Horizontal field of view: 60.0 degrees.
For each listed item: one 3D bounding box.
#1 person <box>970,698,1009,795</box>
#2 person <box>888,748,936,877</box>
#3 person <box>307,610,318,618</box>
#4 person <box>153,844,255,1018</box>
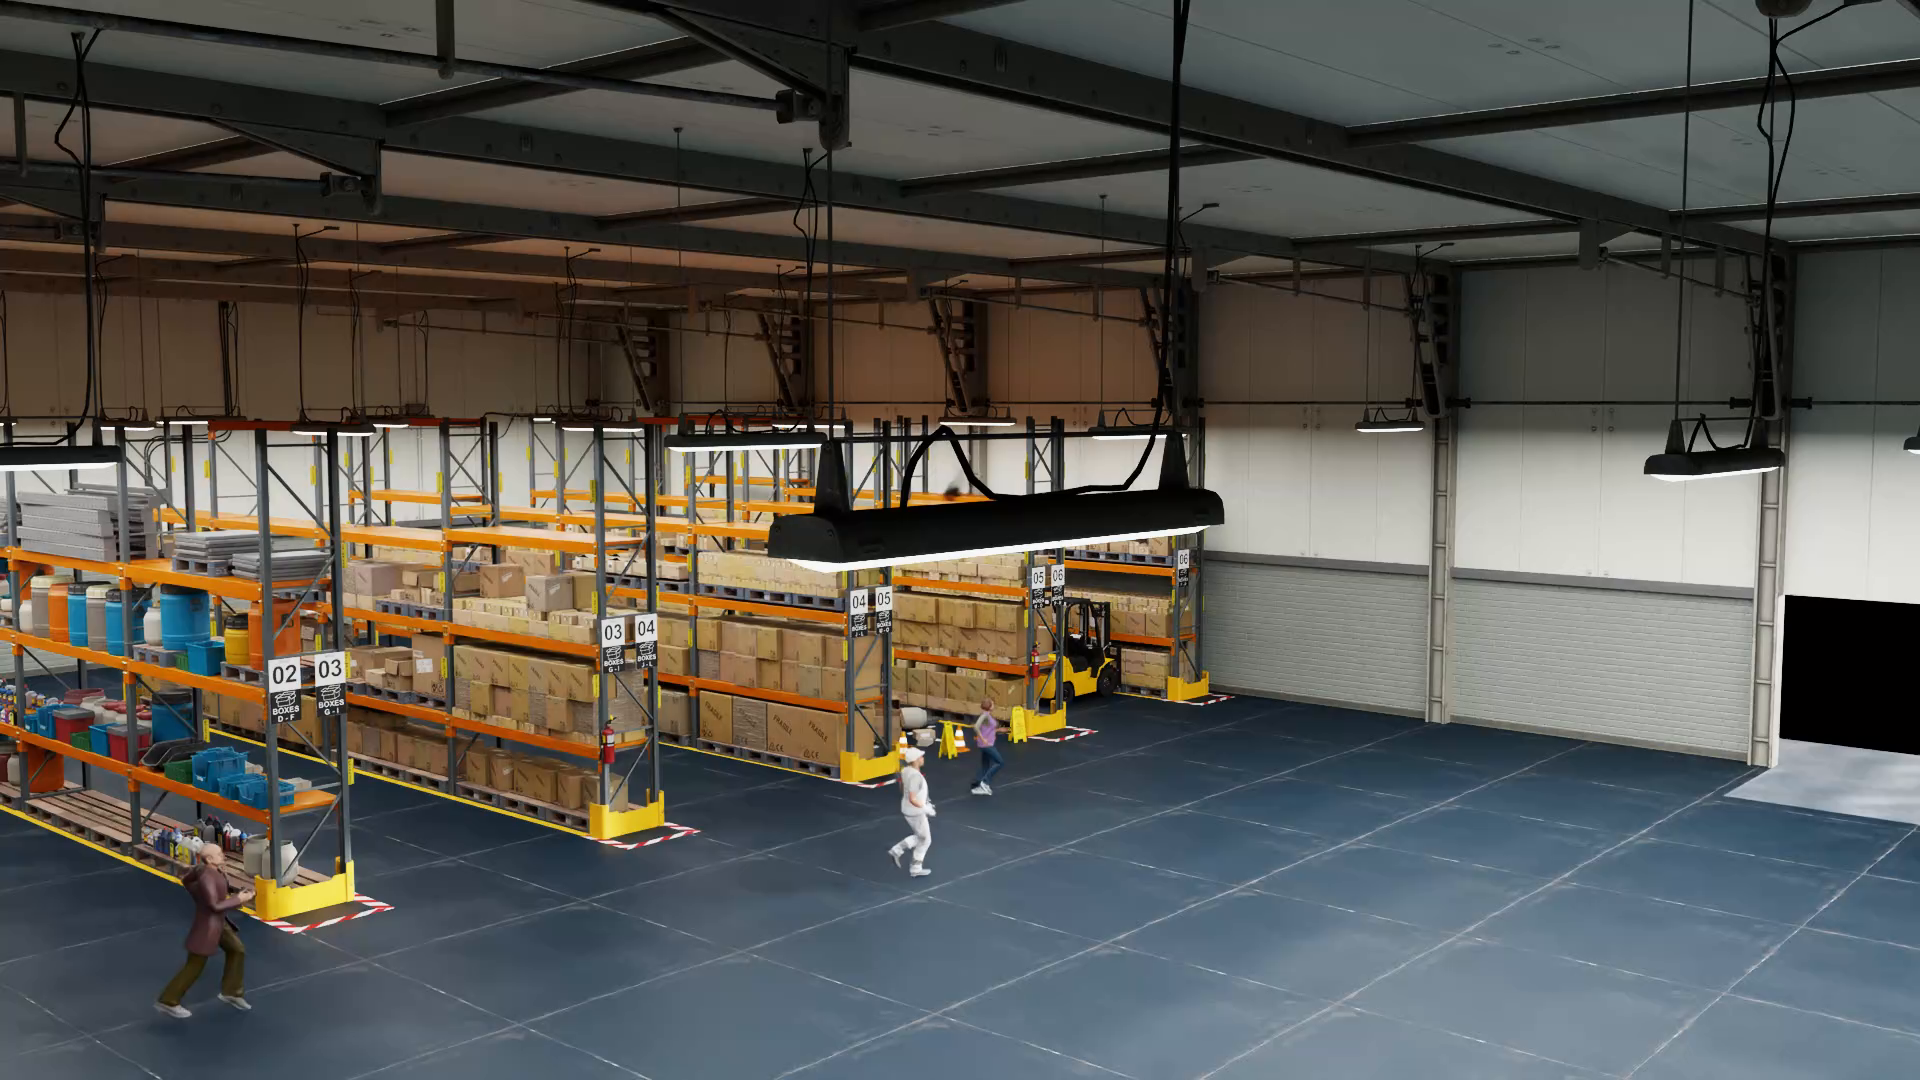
[{"bbox_3d":[0.473,3.318,26.731,0.618,1.572,0.510,0,5,1],"label":"person"},{"bbox_3d":[-0.641,3.623,22.103,0.612,1.742,0.643,-1,5,-15],"label":"person"},{"bbox_3d":[-14.414,2.391,36.918,0.719,1.733,0.932,-2,5,-22],"label":"person"},{"bbox_3d":[-7.756,4.025,17.111,0.962,1.835,0.726,-2,5,-19],"label":"person"}]
